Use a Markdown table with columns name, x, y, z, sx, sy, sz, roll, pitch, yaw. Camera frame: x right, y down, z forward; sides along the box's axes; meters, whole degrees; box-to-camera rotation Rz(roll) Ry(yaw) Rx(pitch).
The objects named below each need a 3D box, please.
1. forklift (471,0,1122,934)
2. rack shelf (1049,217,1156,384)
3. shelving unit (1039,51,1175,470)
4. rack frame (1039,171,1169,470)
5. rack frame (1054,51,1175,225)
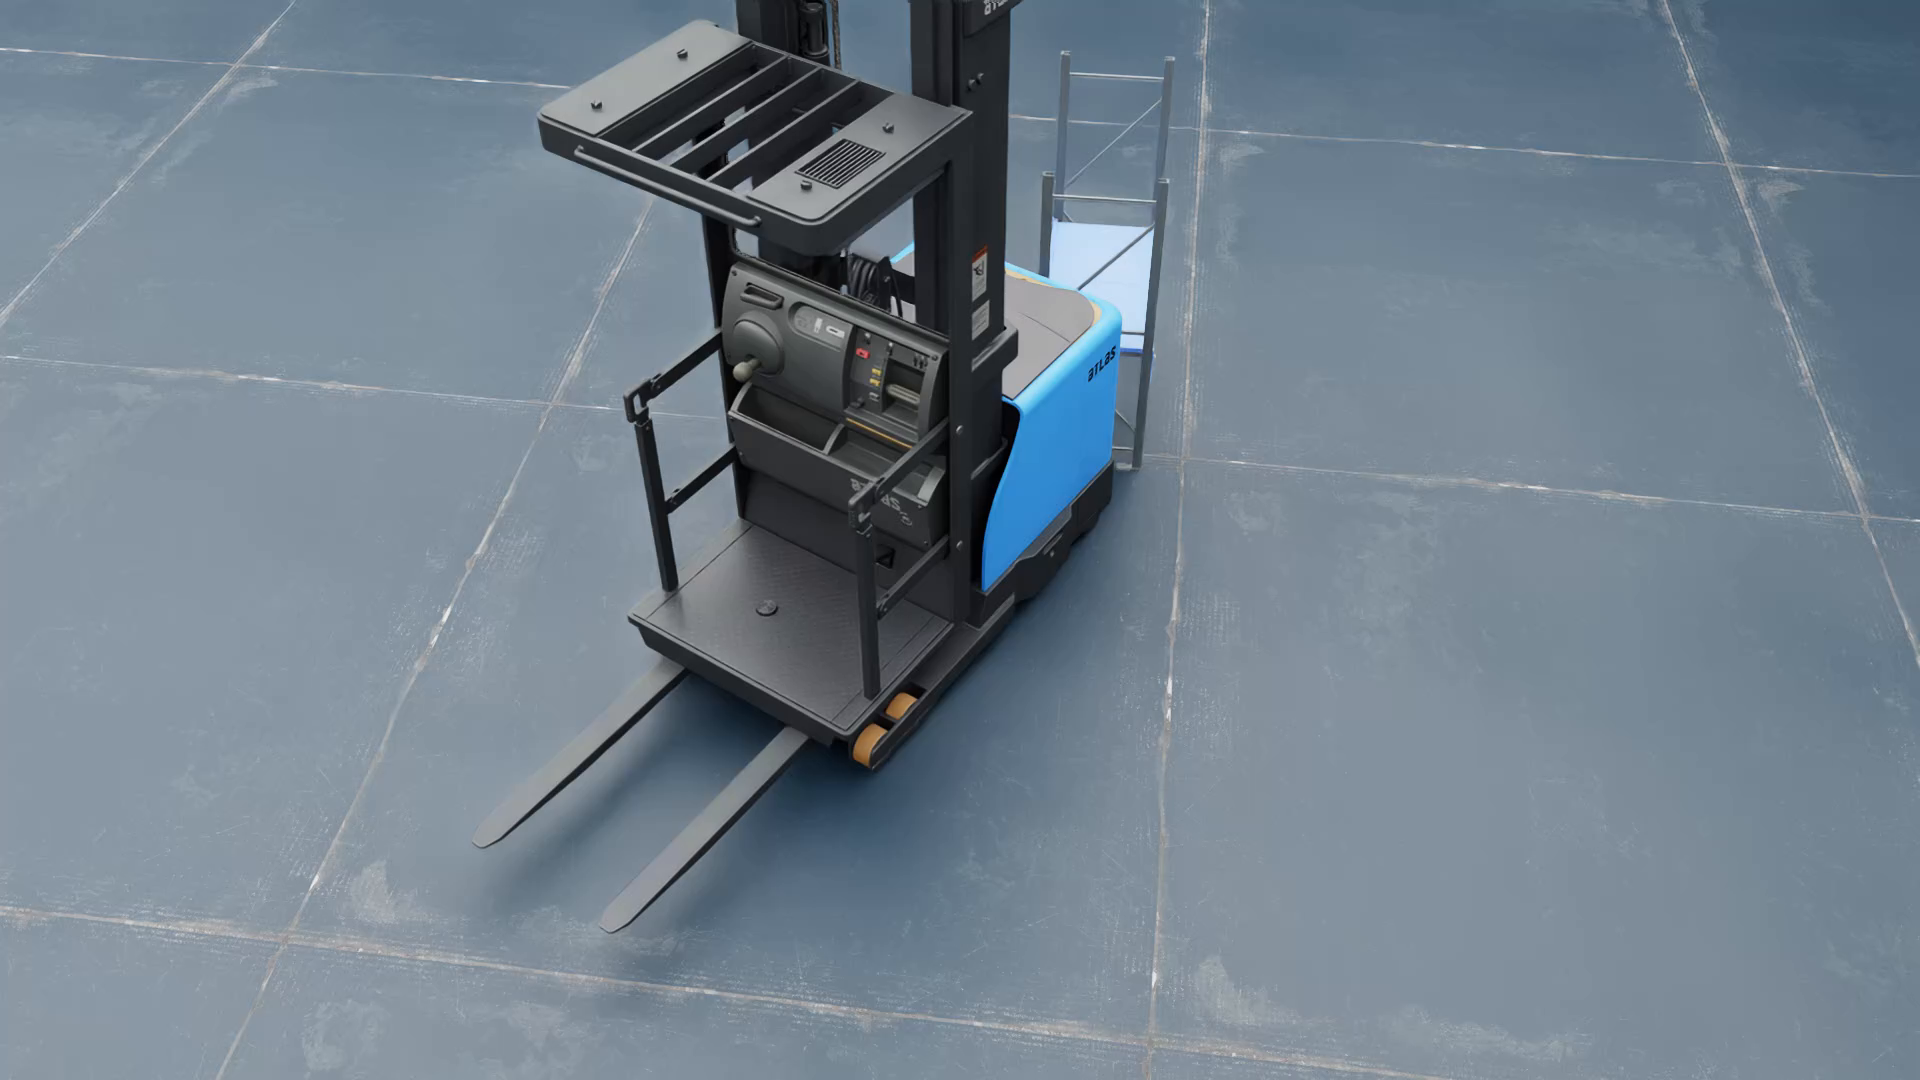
| name | x | y | z | sx | sy | sz | roll | pitch | yaw |
| --- | --- | --- | --- | --- | --- | --- | --- | --- | --- |
| forklift | -0.580 | -0.577 | 5.727 | 1.130 | 2.935 | 3.031 | 25 | 49 | 24 |
| rack shelf | 0.637 | -1.109 | 7.592 | 0.538 | 0.185 | 1.000 | 5 | 44 | 5 |
| shelving unit | 0.637 | -1.240 | 7.468 | 0.538 | 1.500 | 1.048 | 5 | 44 | 5 |
| rack frame | 0.578 | -0.892 | 7.102 | 0.500 | 1.500 | 0.032 | 5 | 44 | 5 |
| rack frame | 0.695 | -1.587 | 7.835 | 0.500 | 1.500 | 0.032 | 5 | 44 | 5 |
